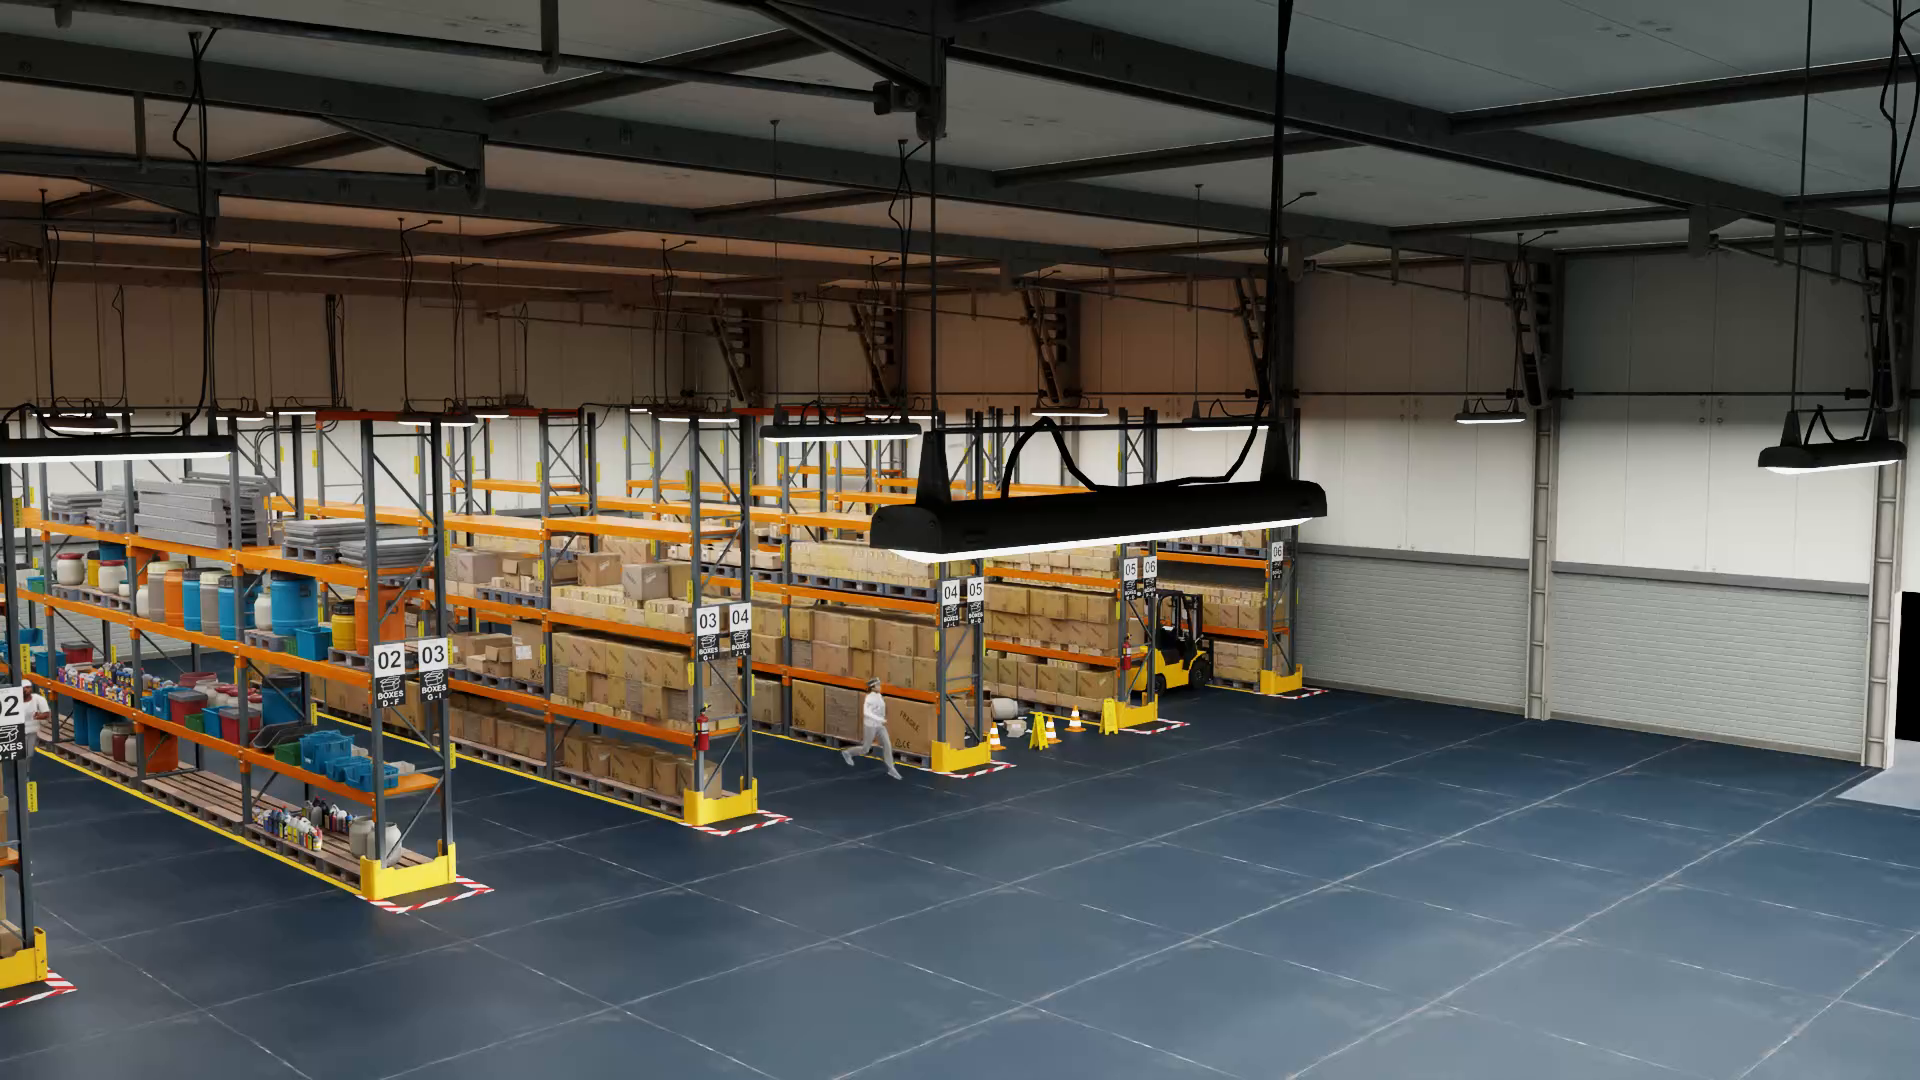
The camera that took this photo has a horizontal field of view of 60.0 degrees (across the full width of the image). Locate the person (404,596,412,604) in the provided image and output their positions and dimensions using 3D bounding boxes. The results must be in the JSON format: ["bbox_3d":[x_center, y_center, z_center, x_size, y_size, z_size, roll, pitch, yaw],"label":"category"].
[{"bbox_3d":[-12.665,2.088,38.066,0.662,1.762,0.820,-3,6,-30],"label":"person"}]

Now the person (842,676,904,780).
[{"bbox_3d":[-1.447,3.082,27.360,1.092,1.701,0.584,3,6,28],"label":"person"}]

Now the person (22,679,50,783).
[{"bbox_3d":[-15.048,3.085,26.730,0.735,1.738,0.801,-4,6,-36],"label":"person"}]
